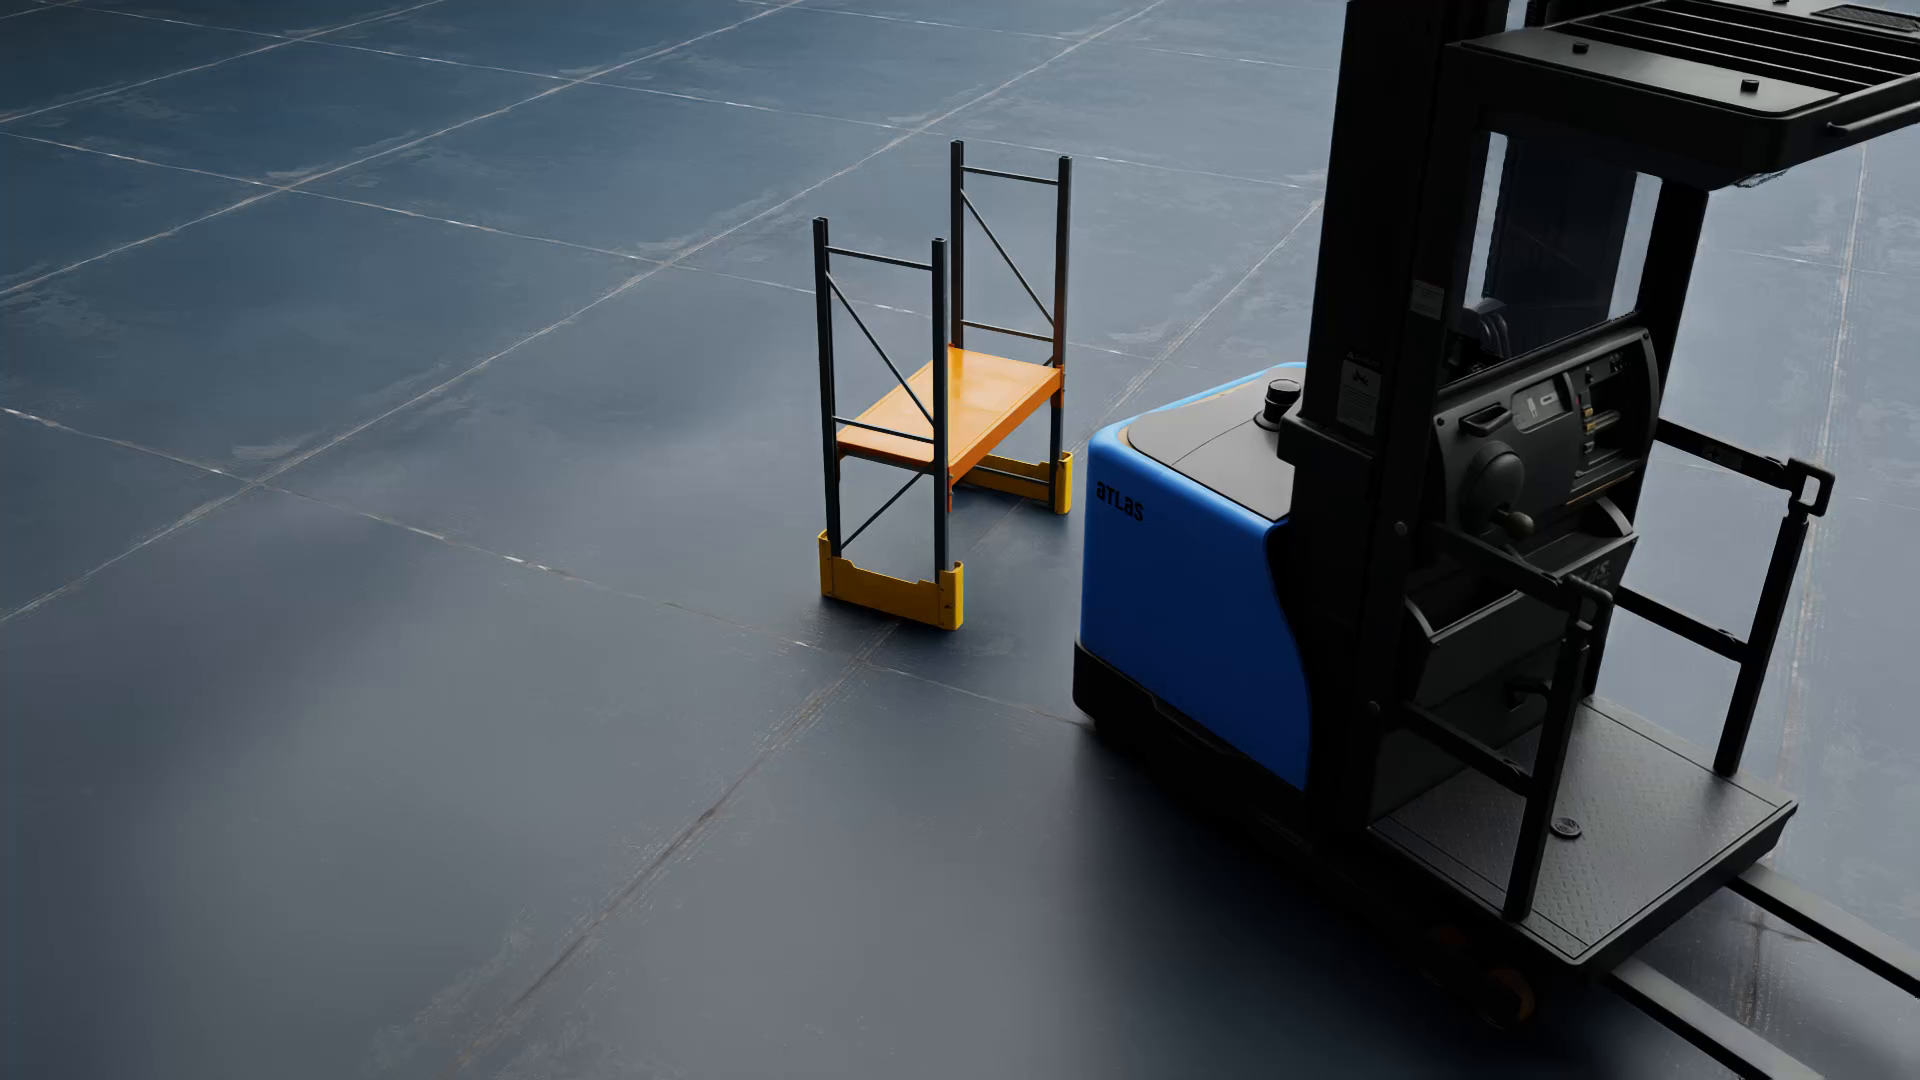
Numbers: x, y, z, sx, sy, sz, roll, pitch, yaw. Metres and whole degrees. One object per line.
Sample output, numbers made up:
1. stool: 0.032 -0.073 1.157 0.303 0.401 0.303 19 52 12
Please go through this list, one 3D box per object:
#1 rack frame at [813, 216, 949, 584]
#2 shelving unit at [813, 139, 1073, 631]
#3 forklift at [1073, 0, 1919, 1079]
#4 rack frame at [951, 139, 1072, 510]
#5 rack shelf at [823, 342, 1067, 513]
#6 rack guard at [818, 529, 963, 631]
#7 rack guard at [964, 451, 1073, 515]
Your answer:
1. rack frame: -0.270 -0.387 5.918 0.500 1.500 0.032 14 33 23
2. shelving unit: -0.035 -0.617 6.318 0.587 1.500 1.083 14 33 23
3. forklift: 1.680 -0.241 4.227 1.130 2.935 3.031 -21 36 -32
4. rack frame: 0.193 -0.838 6.703 0.500 1.500 0.032 14 33 23
5. rack shelf: -0.039 -0.457 6.400 0.538 0.185 1.000 14 33 23
6. rack guard: -0.262 0.146 6.244 0.587 0.250 0.087 14 33 23
7. rack guard: 0.192 -0.295 7.013 0.587 0.250 0.087 14 33 23
